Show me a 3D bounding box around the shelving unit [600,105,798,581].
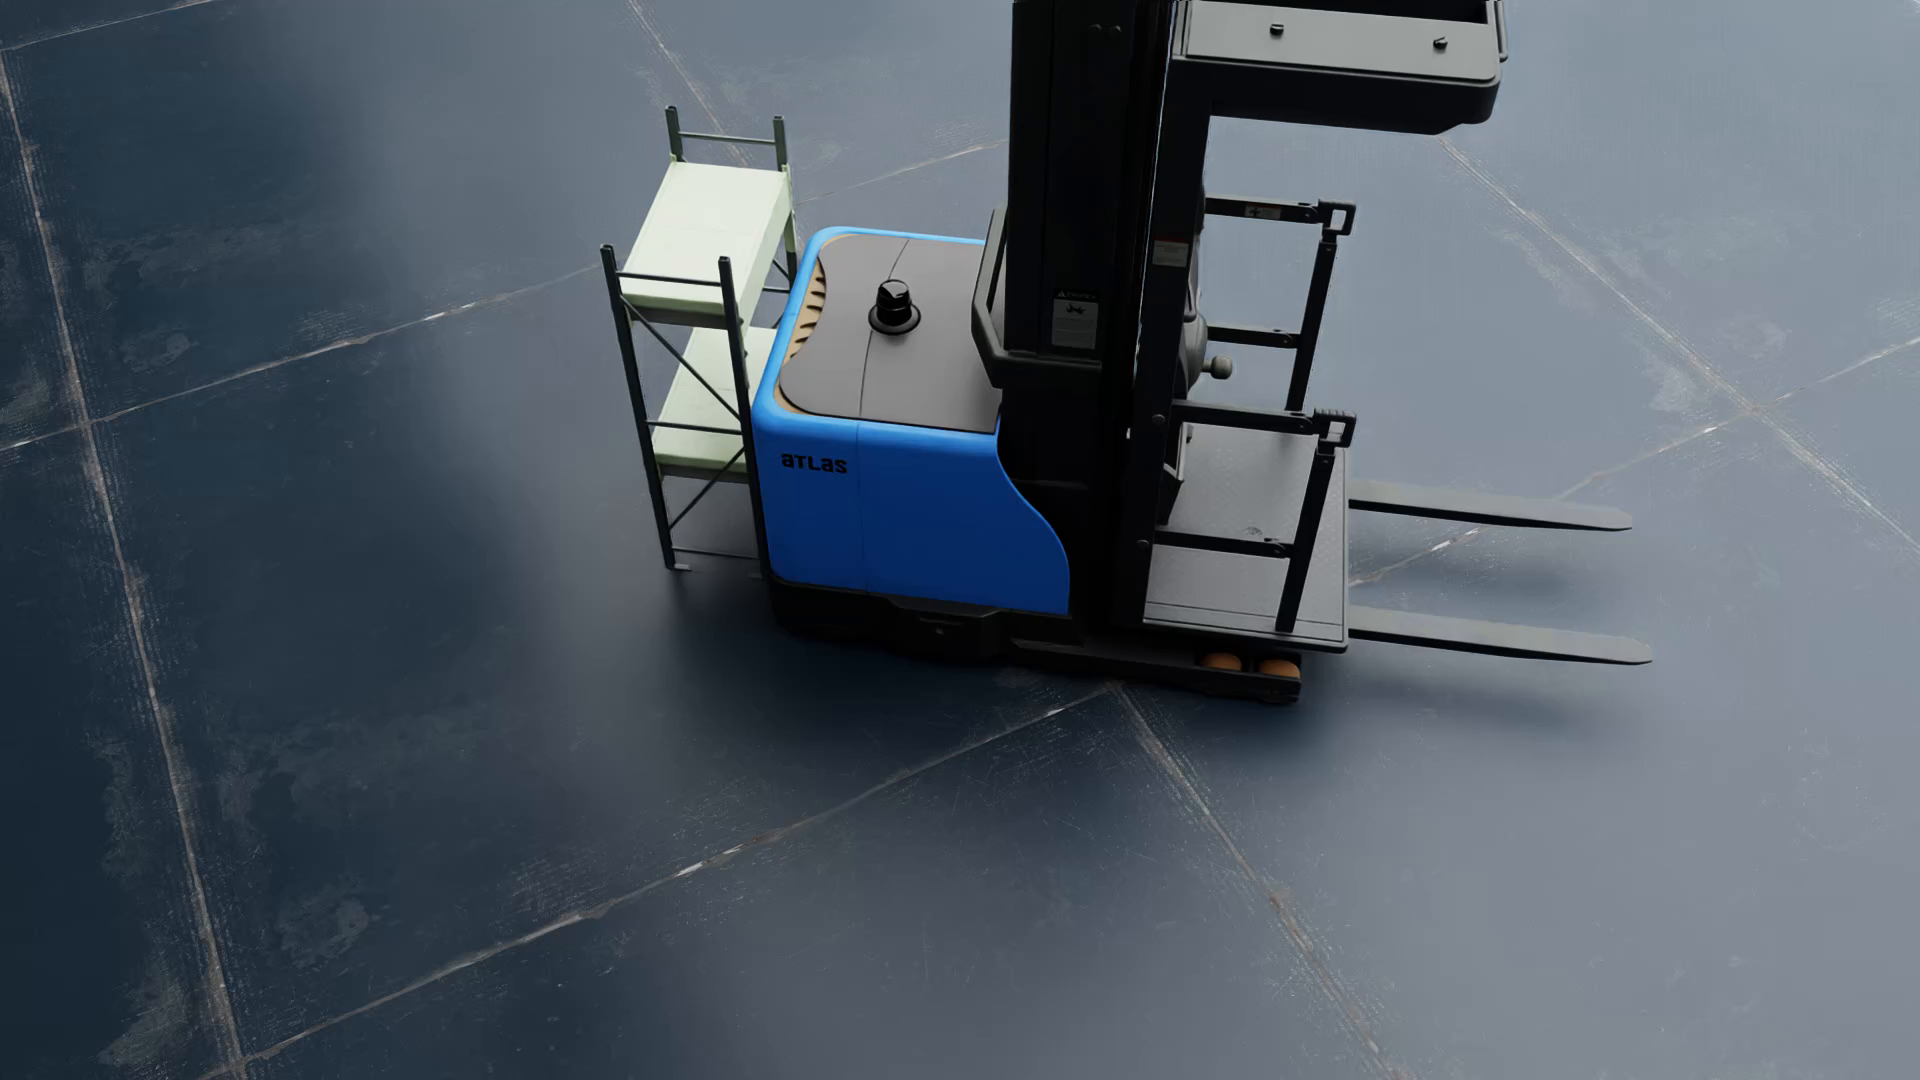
[{"bbox_3d":[-0.834,-0.646,5.819,0.431,1.500,0.755,7,49,6],"label":"shelving unit"}]

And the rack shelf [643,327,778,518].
[{"bbox_3d":[-0.834,-0.432,6.064,0.431,0.370,0.720,7,49,6],"label":"rack shelf"}]

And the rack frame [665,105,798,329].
[{"bbox_3d":[-0.778,-0.919,6.057,0.400,1.500,0.023,7,49,6],"label":"rack frame"}]

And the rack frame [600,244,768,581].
[{"bbox_3d":[-0.890,-0.374,5.581,0.400,1.500,0.023,7,49,6],"label":"rack frame"}]

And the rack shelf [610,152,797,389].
[{"bbox_3d":[-0.834,-0.903,5.525,0.431,0.370,0.720,7,49,6],"label":"rack shelf"}]

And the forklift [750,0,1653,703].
[{"bbox_3d":[0.889,-0.833,5.031,3.031,2.935,1.130,7,49,6],"label":"forklift"}]
